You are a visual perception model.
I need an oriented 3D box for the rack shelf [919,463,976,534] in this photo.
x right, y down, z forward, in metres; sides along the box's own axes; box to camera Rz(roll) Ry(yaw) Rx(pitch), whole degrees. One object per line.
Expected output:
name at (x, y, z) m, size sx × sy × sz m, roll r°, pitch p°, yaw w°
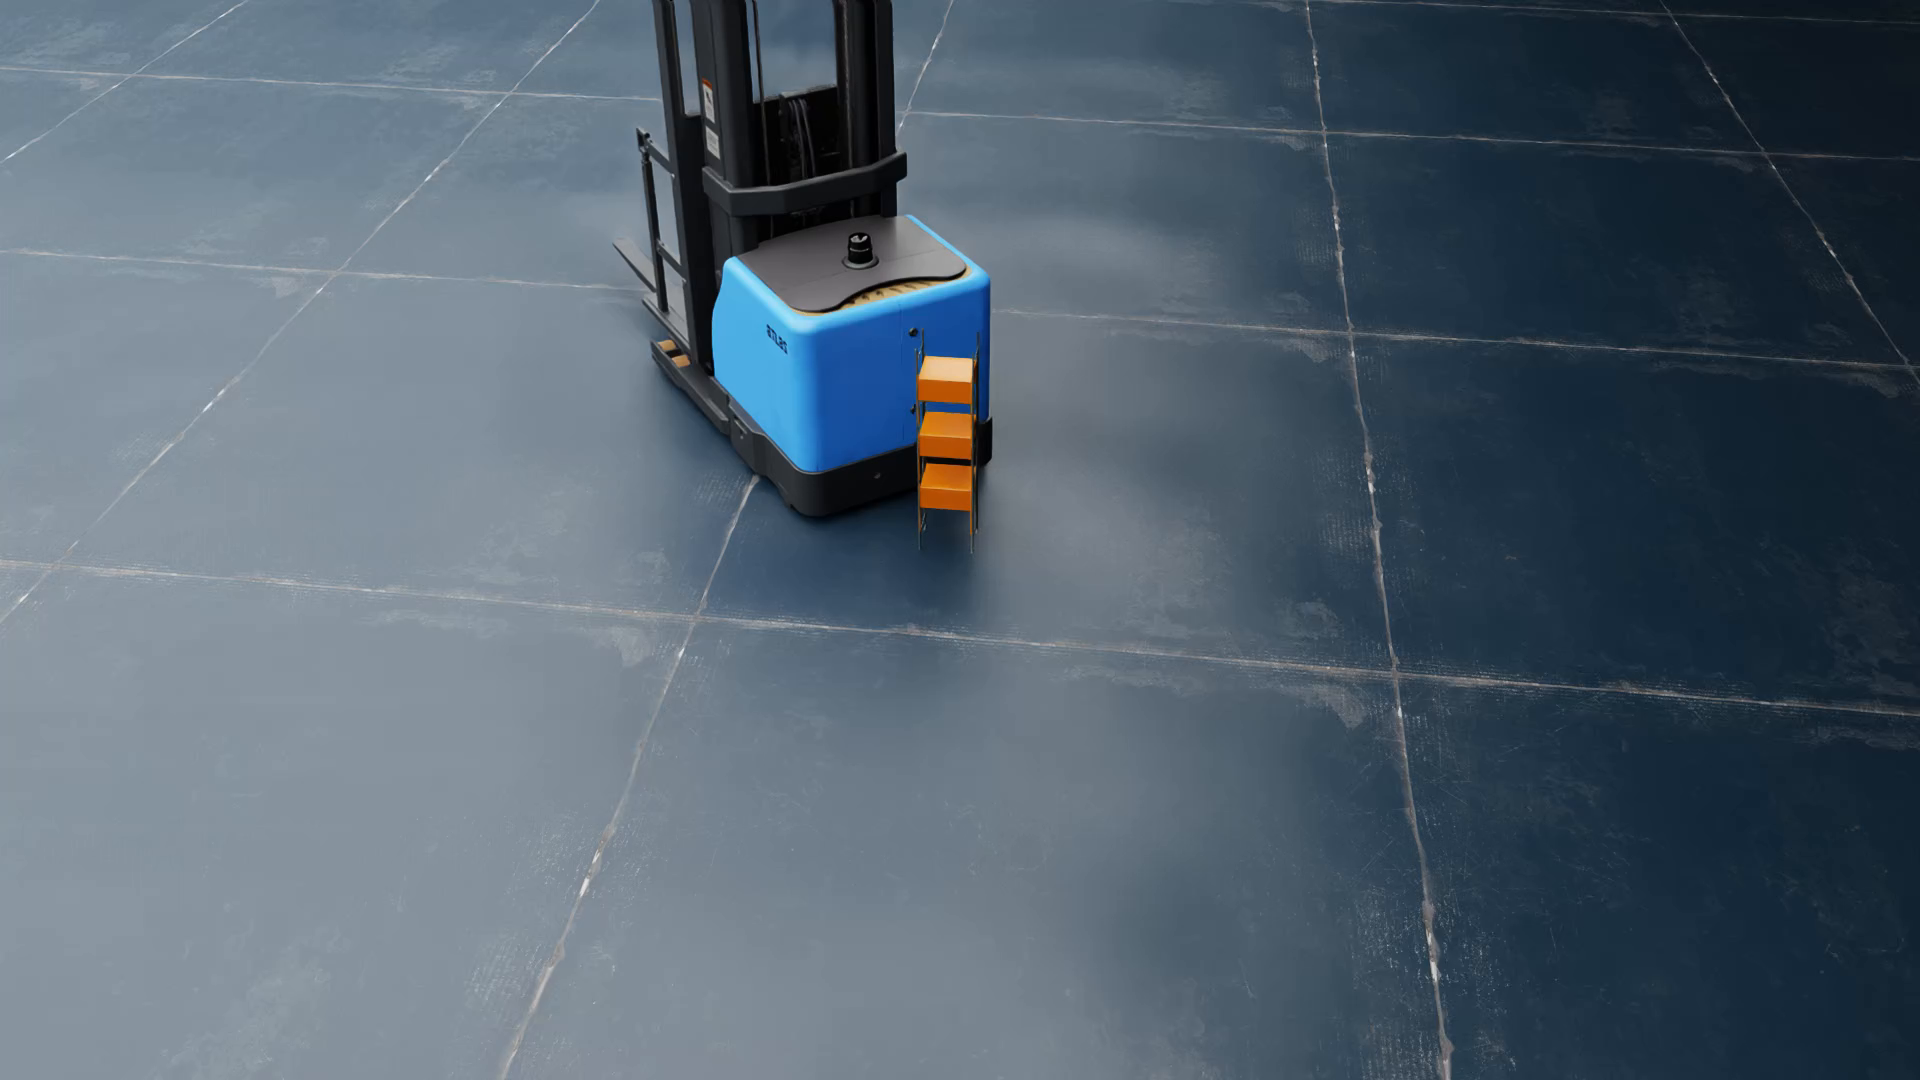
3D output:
rack shelf at (-0.053, -0.196, 7.618) m, size 0.240 × 0.259 × 0.215 m, roll 4°, pitch 36°, yaw 6°

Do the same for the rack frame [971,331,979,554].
rack frame at (0.068, -0.422, 7.438) m, size 0.008 × 1.050 × 0.200 m, roll 4°, pitch 36°, yaw 6°

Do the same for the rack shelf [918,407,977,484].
rack shelf at (-0.053, -0.423, 7.457) m, size 0.240 × 0.259 × 0.215 m, roll 4°, pitch 36°, yaw 6°

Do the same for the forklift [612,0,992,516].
forklift at (-1.016, -2.135, 8.219) m, size 1.130 × 2.935 × 3.031 m, roll -19°, pitch 40°, yaw -24°

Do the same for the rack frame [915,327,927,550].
rack frame at (-0.174, -0.440, 7.463) m, size 0.008 × 1.050 × 0.200 m, roll 4°, pitch 36°, yaw 6°

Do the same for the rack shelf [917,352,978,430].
rack shelf at (-0.053, -0.654, 7.292) m, size 0.240 × 0.259 × 0.215 m, roll 4°, pitch 36°, yaw 6°

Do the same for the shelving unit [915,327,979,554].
shelving unit at (-0.053, -0.431, 7.451) m, size 0.252 × 1.050 × 0.215 m, roll 4°, pitch 36°, yaw 6°
